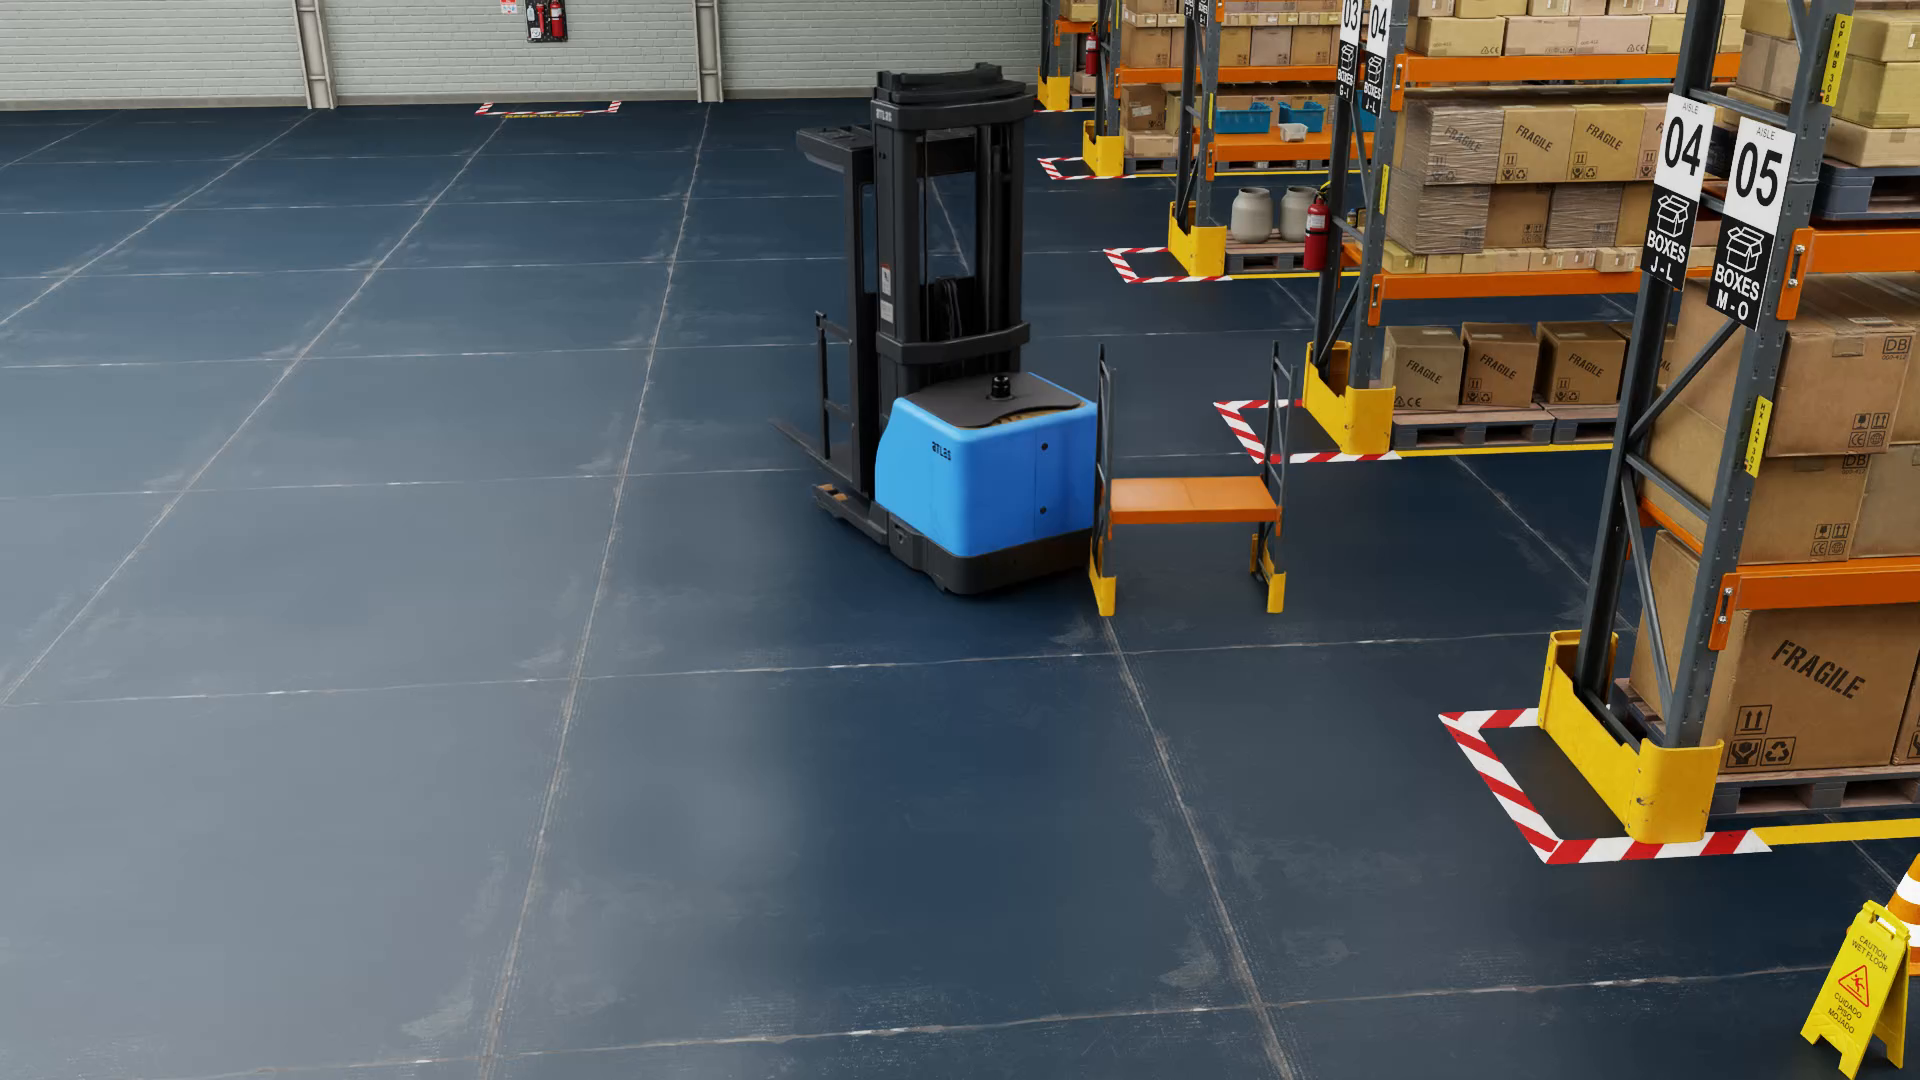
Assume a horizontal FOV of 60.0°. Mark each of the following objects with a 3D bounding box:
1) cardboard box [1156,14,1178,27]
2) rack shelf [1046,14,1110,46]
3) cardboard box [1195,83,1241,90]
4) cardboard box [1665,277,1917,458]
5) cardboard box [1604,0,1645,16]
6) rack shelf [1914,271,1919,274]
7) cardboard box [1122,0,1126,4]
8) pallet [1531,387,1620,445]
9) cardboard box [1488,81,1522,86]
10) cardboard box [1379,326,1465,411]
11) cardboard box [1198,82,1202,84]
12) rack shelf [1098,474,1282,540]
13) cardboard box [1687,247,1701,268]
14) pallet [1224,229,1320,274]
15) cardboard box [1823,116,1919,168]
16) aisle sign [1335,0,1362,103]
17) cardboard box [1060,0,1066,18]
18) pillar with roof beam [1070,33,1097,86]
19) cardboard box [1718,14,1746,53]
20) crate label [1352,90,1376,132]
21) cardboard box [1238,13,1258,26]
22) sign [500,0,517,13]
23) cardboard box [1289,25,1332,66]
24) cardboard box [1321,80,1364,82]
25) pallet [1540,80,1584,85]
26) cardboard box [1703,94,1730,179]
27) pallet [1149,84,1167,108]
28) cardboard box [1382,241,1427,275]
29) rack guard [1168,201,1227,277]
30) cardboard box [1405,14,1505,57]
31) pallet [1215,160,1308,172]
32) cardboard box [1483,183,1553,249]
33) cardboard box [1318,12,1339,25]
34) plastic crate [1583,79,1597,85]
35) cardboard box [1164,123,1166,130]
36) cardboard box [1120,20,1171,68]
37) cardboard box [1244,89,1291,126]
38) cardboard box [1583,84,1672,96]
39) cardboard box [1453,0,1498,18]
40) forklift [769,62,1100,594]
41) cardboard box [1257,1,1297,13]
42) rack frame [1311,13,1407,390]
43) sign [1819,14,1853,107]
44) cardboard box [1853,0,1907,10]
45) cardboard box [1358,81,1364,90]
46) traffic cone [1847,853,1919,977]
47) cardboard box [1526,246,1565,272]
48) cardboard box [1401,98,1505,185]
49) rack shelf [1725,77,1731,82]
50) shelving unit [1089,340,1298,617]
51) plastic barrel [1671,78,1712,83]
[{"bbox_3d":[2.556,-6.514,20.790,0.250,0.149,0.380,-3,24,-7],"label":"cardboard box"},{"bbox_3d":[3.381,-7.985,25.907,4.000,0.370,1.077,-2,24,-5],"label":"rack shelf"},{"bbox_3d":[3.380,-5.697,21.820,0.500,0.500,0.500,-2,24,-5],"label":"cardboard box"},{"bbox_3d":[3.611,-0.780,7.297,0.550,0.550,0.875,-2,24,-5],"label":"cardboard box"},{"bbox_3d":[4.446,-3.667,11.309,0.250,0.149,0.380,-3,24,-8],"label":"cardboard box"},{"bbox_3d":[8.822,-2.138,12.753,4.000,0.370,1.077,-2,24,-5],"label":"rack shelf"},{"bbox_3d":[2.388,-8.430,25.260,0.500,0.500,0.500,-2,24,-5],"label":"cardboard box"},{"bbox_3d":[4.950,-1.022,12.789,1.213,0.211,1.003,-2,24,-5],"label":"pallet"},{"bbox_3d":[8.641,-7.562,26.606,0.500,0.500,0.700,-2,24,-4],"label":"cardboard box"},{"bbox_3d":[3.474,-1.295,12.531,0.500,0.500,0.500,2,24,5],"label":"cardboard box"},{"bbox_3d":[3.778,-7.236,26.305,0.250,0.149,0.380,-4,24,-9],"label":"cardboard box"},{"bbox_3d":[1.340,-0.200,9.795,1.000,0.185,0.538,-1,24,-3],"label":"rack shelf"},{"bbox_3d":[5.153,-2.091,12.070,0.250,0.149,0.380,-2,24,-5],"label":"cardboard box"},{"bbox_3d":[3.245,-3.007,17.256,1.213,0.211,1.003,-2,24,-5],"label":"pallet"},{"bbox_3d":[3.611,-1.596,6.624,0.250,0.149,0.380,-2,24,-5],"label":"cardboard box"},{"bbox_3d":[2.760,-3.534,11.807,0.004,0.787,0.394,-2,24,-5],"label":"aisle sign"},{"bbox_3d":[1.837,-8.271,25.826,0.500,0.250,0.500,-2,24,-4],"label":"cardboard box"},{"bbox_3d":[2.426,-9.613,21.298,0.400,9.000,9.100,-2,24,-5],"label":"pillar with roof beam"},{"bbox_3d":[5.377,-3.526,11.482,0.500,0.250,0.500,-2,24,-6],"label":"cardboard box"},{"bbox_3d":[4.170,-4.428,16.976,0.616,0.435,0.502,-2,24,-5],"label":"crate label"},{"bbox_3d":[3.575,-6.555,20.882,0.250,0.149,0.380,-3,24,-6],"label":"cardboard box"},{"bbox_3d":[-6.992,-8.324,25.742,0.234,0.329,0.001,-2,24,-5],"label":"sign"},{"bbox_3d":[4.397,-6.375,21.276,0.500,0.500,0.700,-2,24,-4],"label":"cardboard box"},{"bbox_3d":[6.102,-7.488,26.440,0.500,0.500,0.700,-1,24,-3],"label":"cardboard box"},{"bbox_3d":[10.144,-7.280,26.869,1.213,0.211,1.003,-2,24,-5],"label":"pallet"},{"bbox_3d":[5.416,-2.856,11.763,0.500,0.500,0.500,-2,24,-5],"label":"cardboard box"},{"bbox_3d":[3.490,-7.028,26.302,1.213,0.211,1.003,-2,24,-5],"label":"pallet"},{"bbox_3d":[3.158,-2.028,11.928,0.250,0.149,0.380,-2,24,-5],"label":"cardboard box"},{"bbox_3d":[2.436,-3.109,17.129,0.348,0.500,1.175,-2,24,-5],"label":"rack guard"},{"bbox_3d":[3.356,-3.444,11.297,0.500,0.250,0.500,-2,24,-4],"label":"cardboard box"},{"bbox_3d":[3.850,-5.052,21.857,1.213,0.211,1.003,-2,24,-5],"label":"pallet"},{"bbox_3d":[3.887,-2.488,12.166,0.500,0.500,0.875,-2,24,-5],"label":"cardboard box"},{"bbox_3d":[4.600,-6.596,20.975,0.250,0.149,0.380,-2,24,-5],"label":"cardboard box"},{"bbox_3d":[6.797,-4.561,17.240,0.583,0.464,0.402,-2,24,-5],"label":"plastic crate"},{"bbox_3d":[2.882,-5.333,21.923,0.500,0.250,0.500,-2,24,-5],"label":"cardboard box"},{"bbox_3d":[2.347,-6.291,21.087,0.500,0.500,0.700,-2,24,-5],"label":"cardboard box"},{"bbox_3d":[3.930,-5.500,21.376,0.500,0.500,0.500,-2,24,-5],"label":"cardboard box"},{"bbox_3d":[4.868,-3.046,12.189,0.500,0.500,0.500,-2,24,-5],"label":"cardboard box"},{"bbox_3d":[3.416,-3.600,11.158,0.250,0.149,0.380,-2,24,-4],"label":"cardboard box"},{"bbox_3d":[-0.335,-1.570,10.673,1.130,2.935,3.031,-14,27,-28],"label":"forklift"},{"bbox_3d":[3.923,-6.949,20.972,0.500,0.500,0.700,-2,24,-5],"label":"cardboard box"},{"bbox_3d":[2.851,-2.227,12.068,0.127,3.000,1.000,-2,24,-5],"label":"rack frame"},{"bbox_3d":[3.287,-1.800,6.240,0.005,0.325,0.100,-2,24,-5],"label":"sign"},{"bbox_3d":[3.789,-2.236,7.083,0.250,0.149,0.380,-2,24,-5],"label":"cardboard box"},{"bbox_3d":[5.370,-5.777,22.000,0.500,0.500,0.500,-2,24,-5],"label":"cardboard box"},{"bbox_3d":[3.906,1.494,6.820,0.334,0.463,0.336,-2,24,-5],"label":"traffic cone"},{"bbox_3d":[4.156,-2.059,11.999,0.250,0.149,0.380,-2,24,-5],"label":"cardboard box"},{"bbox_3d":[3.425,-2.778,11.586,0.500,0.500,0.500,-2,24,-5],"label":"cardboard box"},{"bbox_3d":[11.833,-6.302,22.121,4.000,0.370,1.077,-2,24,-5],"label":"rack shelf"},{"bbox_3d":[1.349,-0.364,9.723,1.083,1.500,0.587,-1,24,-3],"label":"shelving unit"},{"bbox_3d":[7.319,-4.401,16.790,0.433,0.535,0.433,0,24,0],"label":"plastic barrel"}]
